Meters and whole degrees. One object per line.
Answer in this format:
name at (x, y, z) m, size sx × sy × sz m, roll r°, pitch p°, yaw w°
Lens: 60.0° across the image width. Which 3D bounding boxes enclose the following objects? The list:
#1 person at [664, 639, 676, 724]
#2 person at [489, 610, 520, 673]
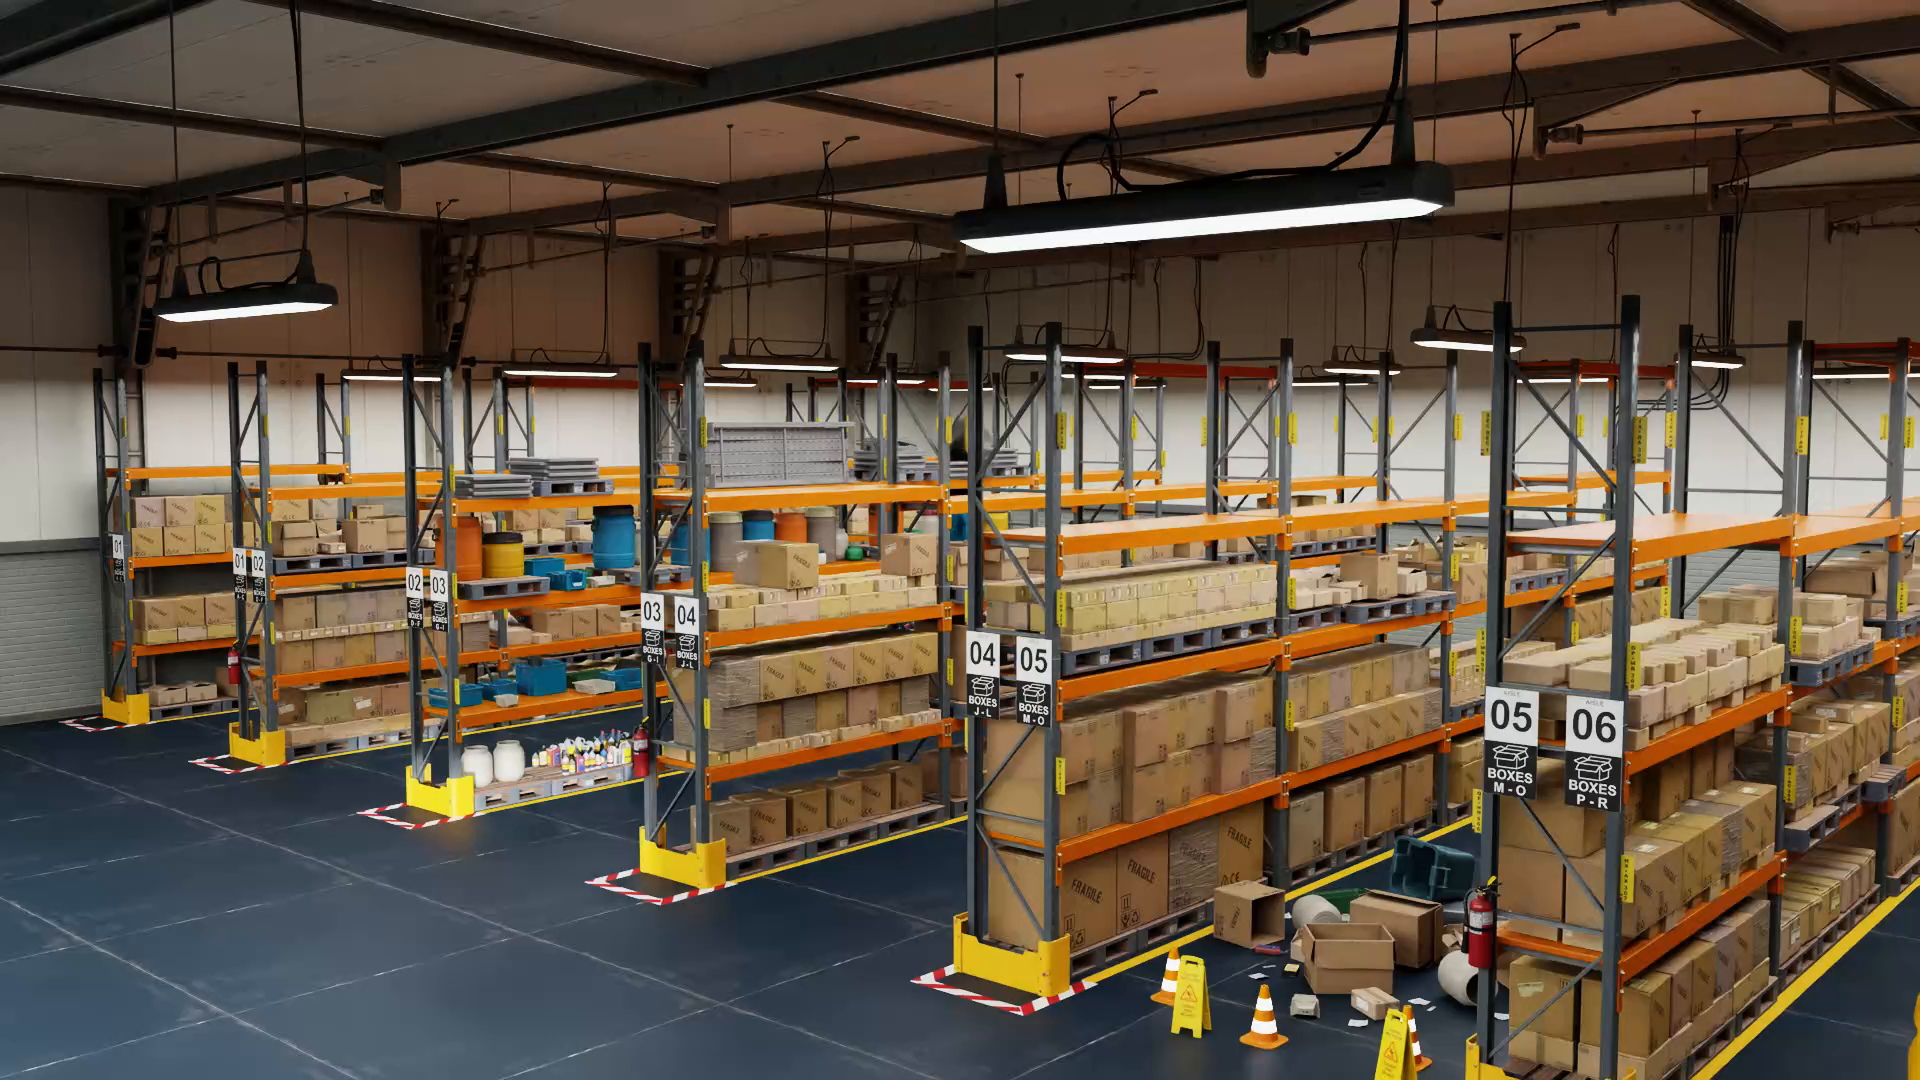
person at (-4.862, 2.242, 28.235) m, size 0.713 × 1.717 × 0.974 m, roll 2°, pitch 5°, yaw 24°
person at (-8.569, 1.994, 31.243) m, size 0.695 × 1.750 × 0.950 m, roll 1°, pitch 4°, yaw 17°
